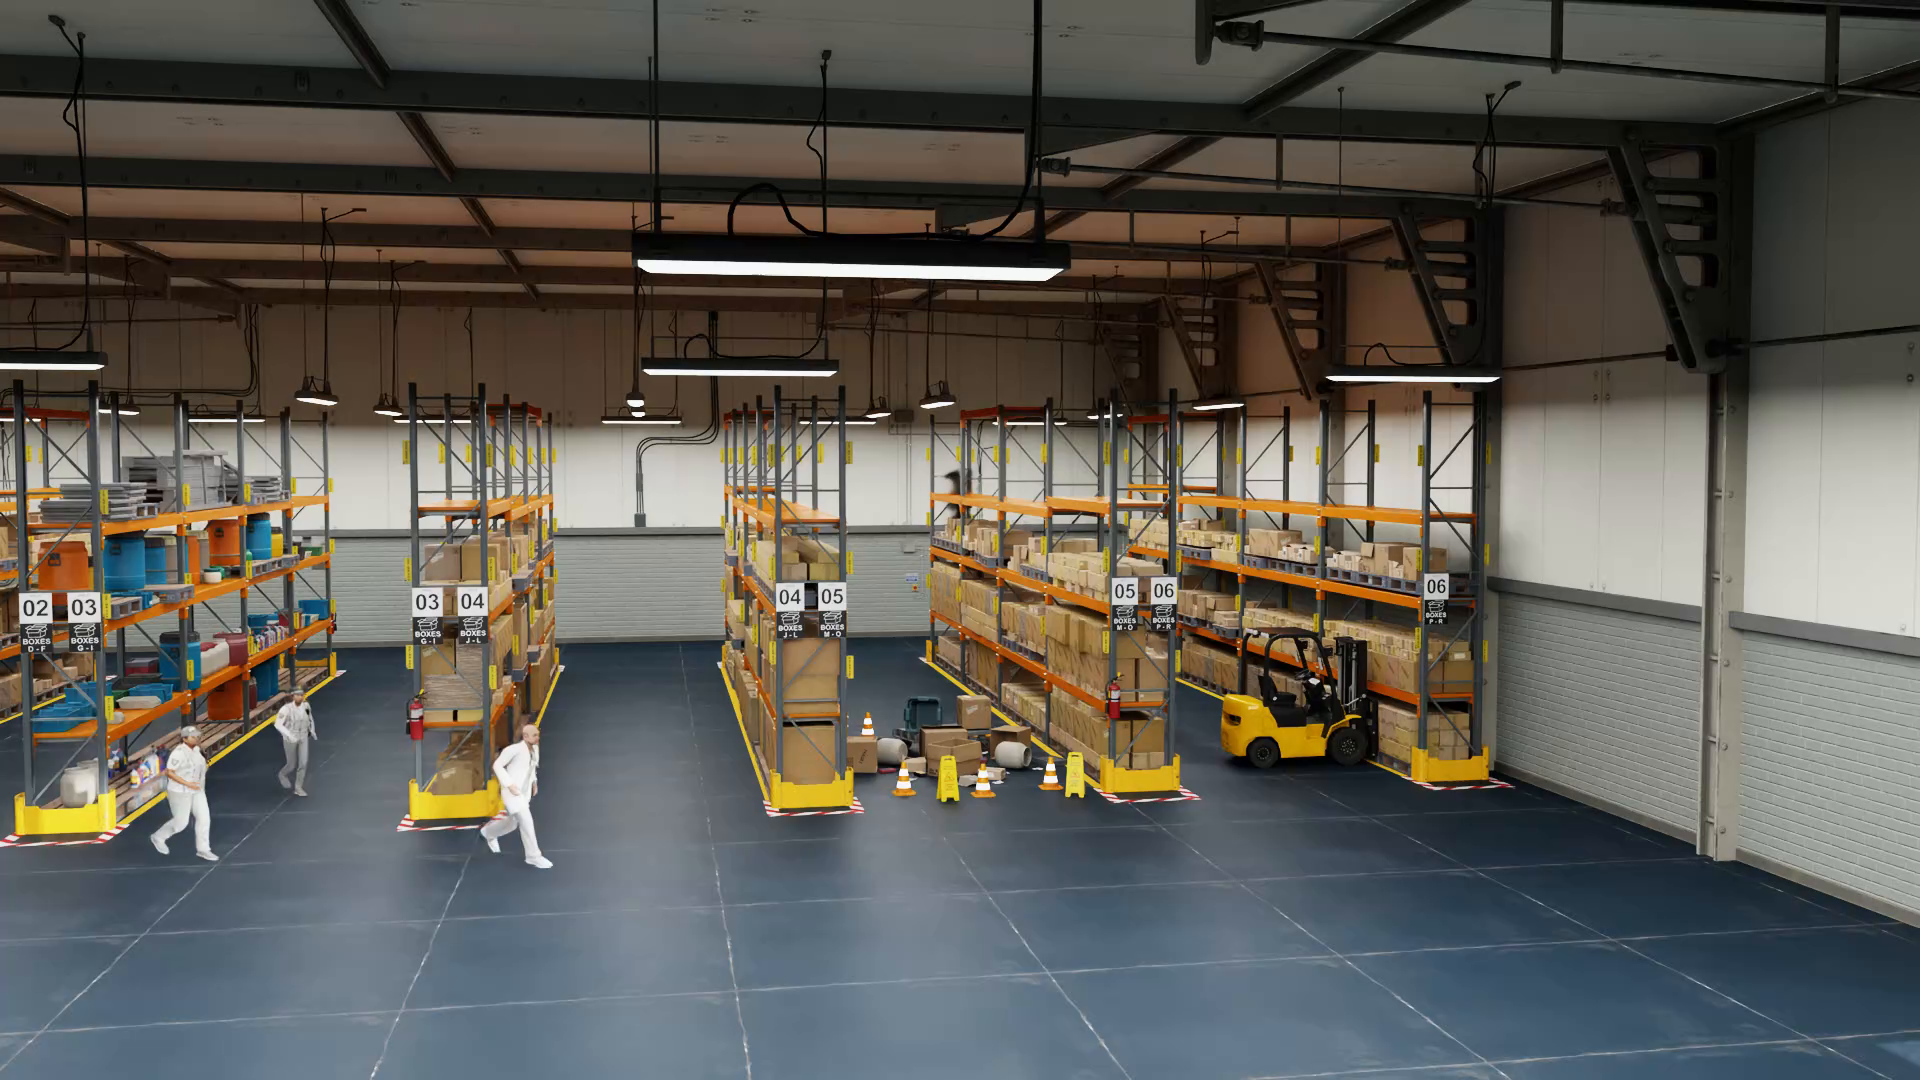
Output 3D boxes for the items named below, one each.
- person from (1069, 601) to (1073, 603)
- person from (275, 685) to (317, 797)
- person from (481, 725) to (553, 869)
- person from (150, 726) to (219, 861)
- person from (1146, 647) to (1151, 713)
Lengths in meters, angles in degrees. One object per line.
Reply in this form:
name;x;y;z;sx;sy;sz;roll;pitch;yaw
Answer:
person;2.515;2.214;37.579;0.669;1.740;0.926;-1;3;-22
person;-9.861;2.943;24.589;0.615;1.645;0.728;-3;4;-43
person;-5.472;3.106;20.322;1.115;1.738;0.704;2;3;29
person;-9.620;3.137;20.601;0.860;1.678;0.609;1;3;17
person;3.393;2.572;31.514;0.574;1.643;0.893;-1;3;-13
